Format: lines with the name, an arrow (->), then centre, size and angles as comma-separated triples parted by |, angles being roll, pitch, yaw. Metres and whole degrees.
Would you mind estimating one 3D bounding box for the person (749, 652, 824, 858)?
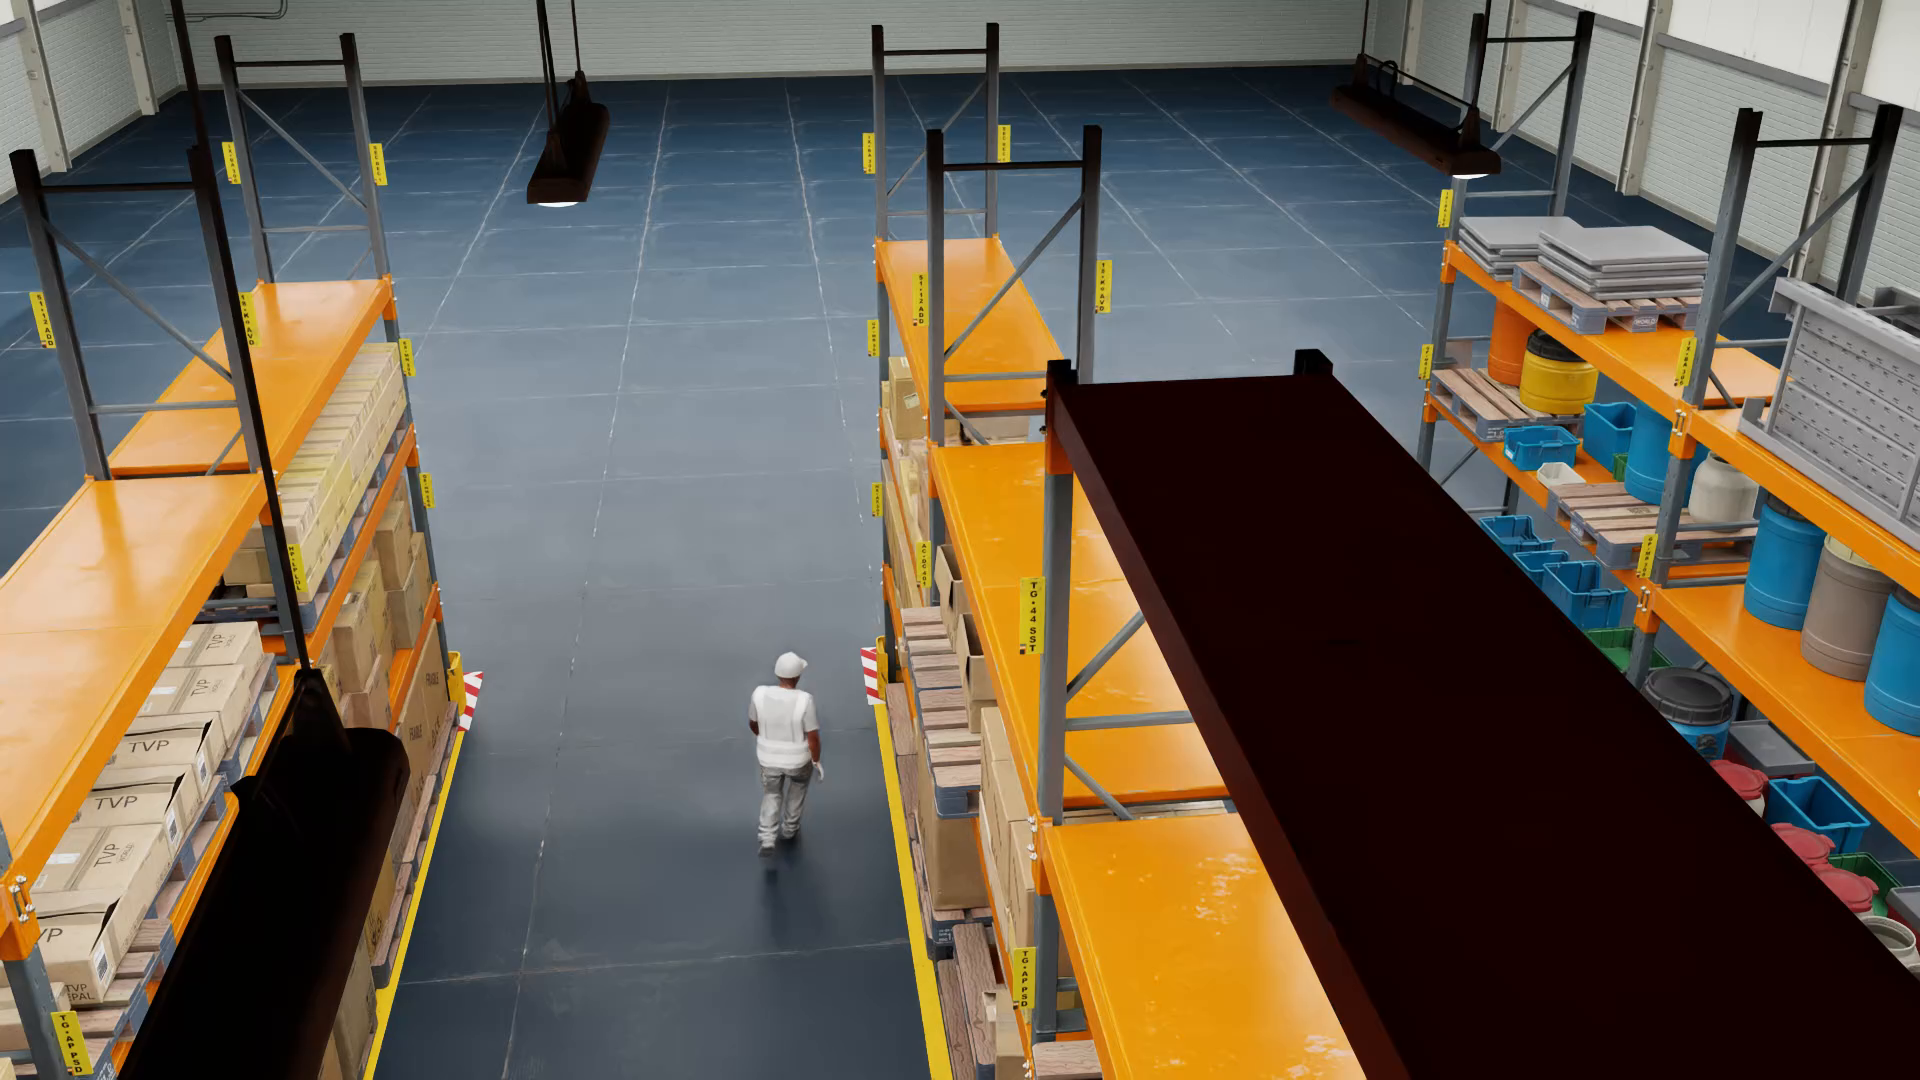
person -> -1.353, 1.667, 12.987 | 0.607, 1.637, 0.798 | 3, 26, 6
